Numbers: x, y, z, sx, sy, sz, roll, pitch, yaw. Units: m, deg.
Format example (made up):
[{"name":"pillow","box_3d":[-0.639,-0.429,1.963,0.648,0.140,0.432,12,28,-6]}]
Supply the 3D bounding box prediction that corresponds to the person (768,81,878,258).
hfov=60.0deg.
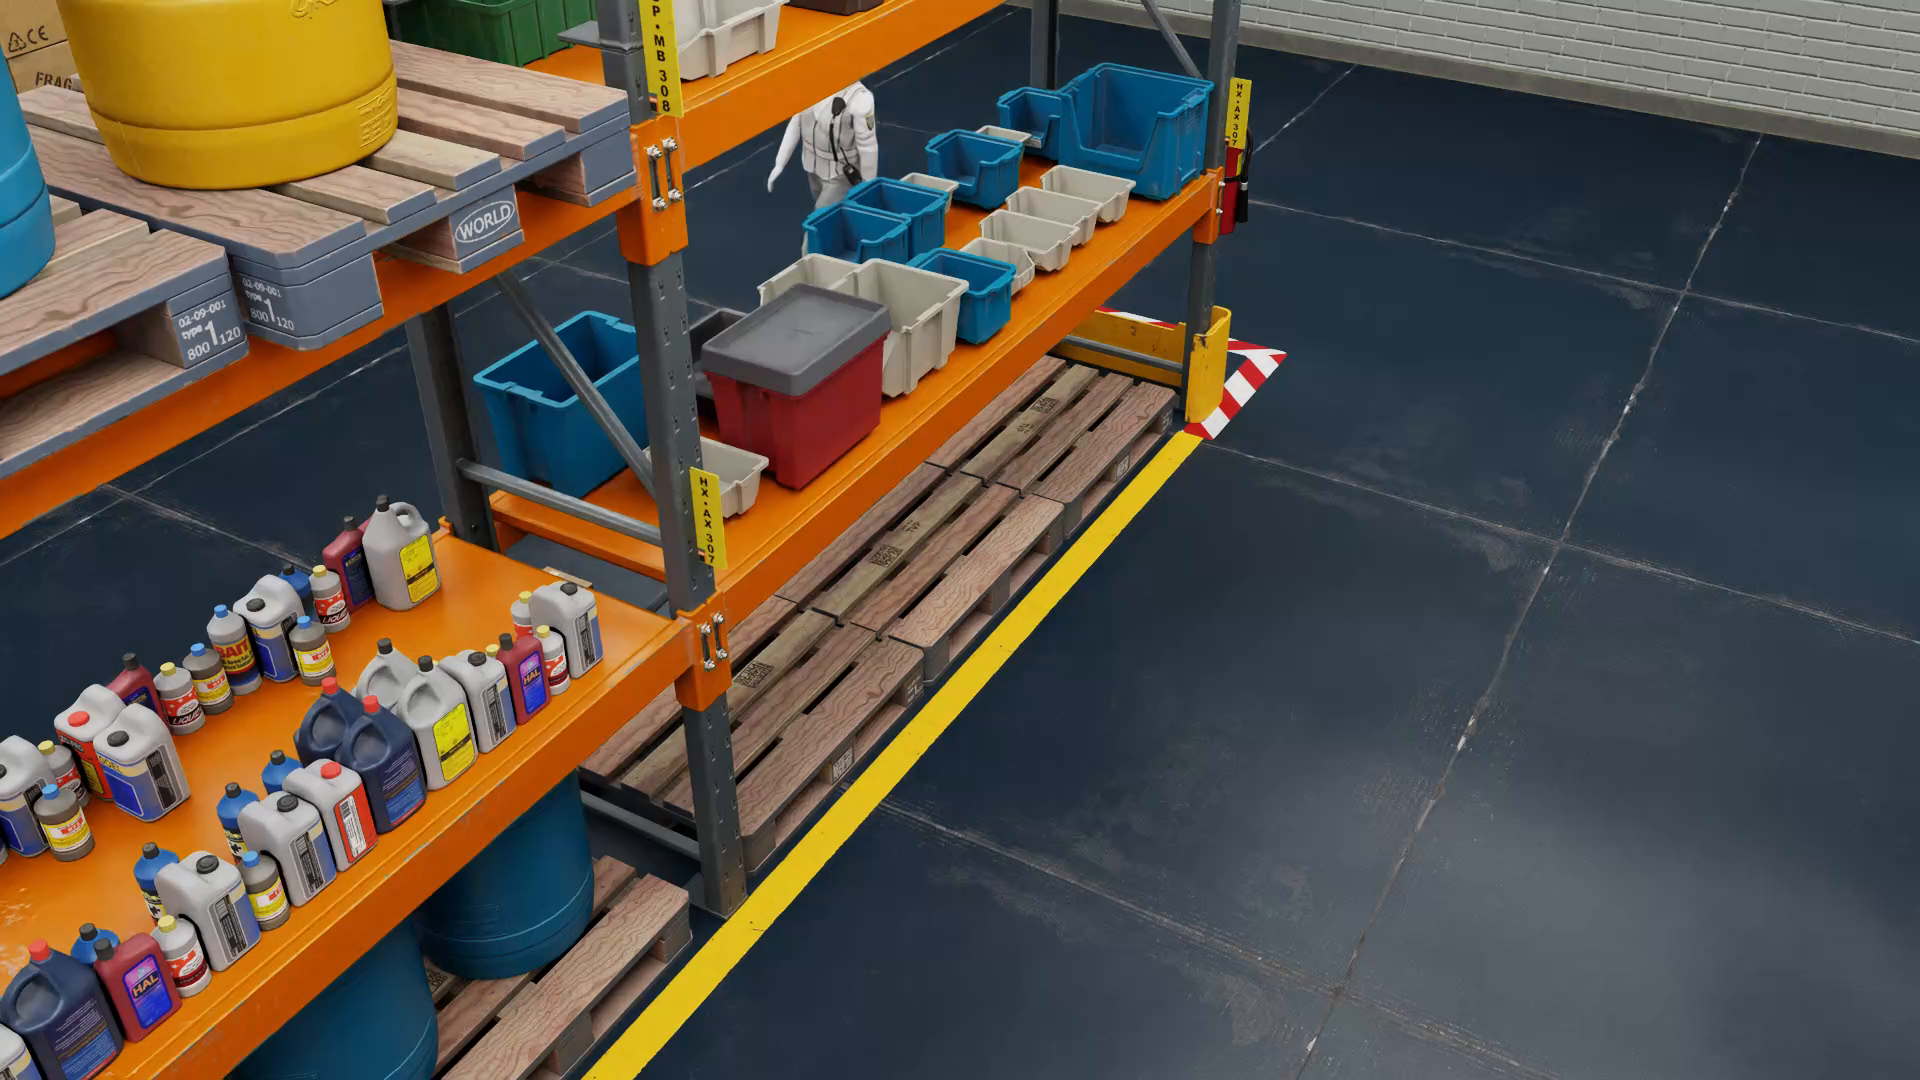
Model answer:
[{"name":"person","box_3d":[-0.702,-1.988,9.054,0.967,1.603,0.515,-28,43,-35]}]
